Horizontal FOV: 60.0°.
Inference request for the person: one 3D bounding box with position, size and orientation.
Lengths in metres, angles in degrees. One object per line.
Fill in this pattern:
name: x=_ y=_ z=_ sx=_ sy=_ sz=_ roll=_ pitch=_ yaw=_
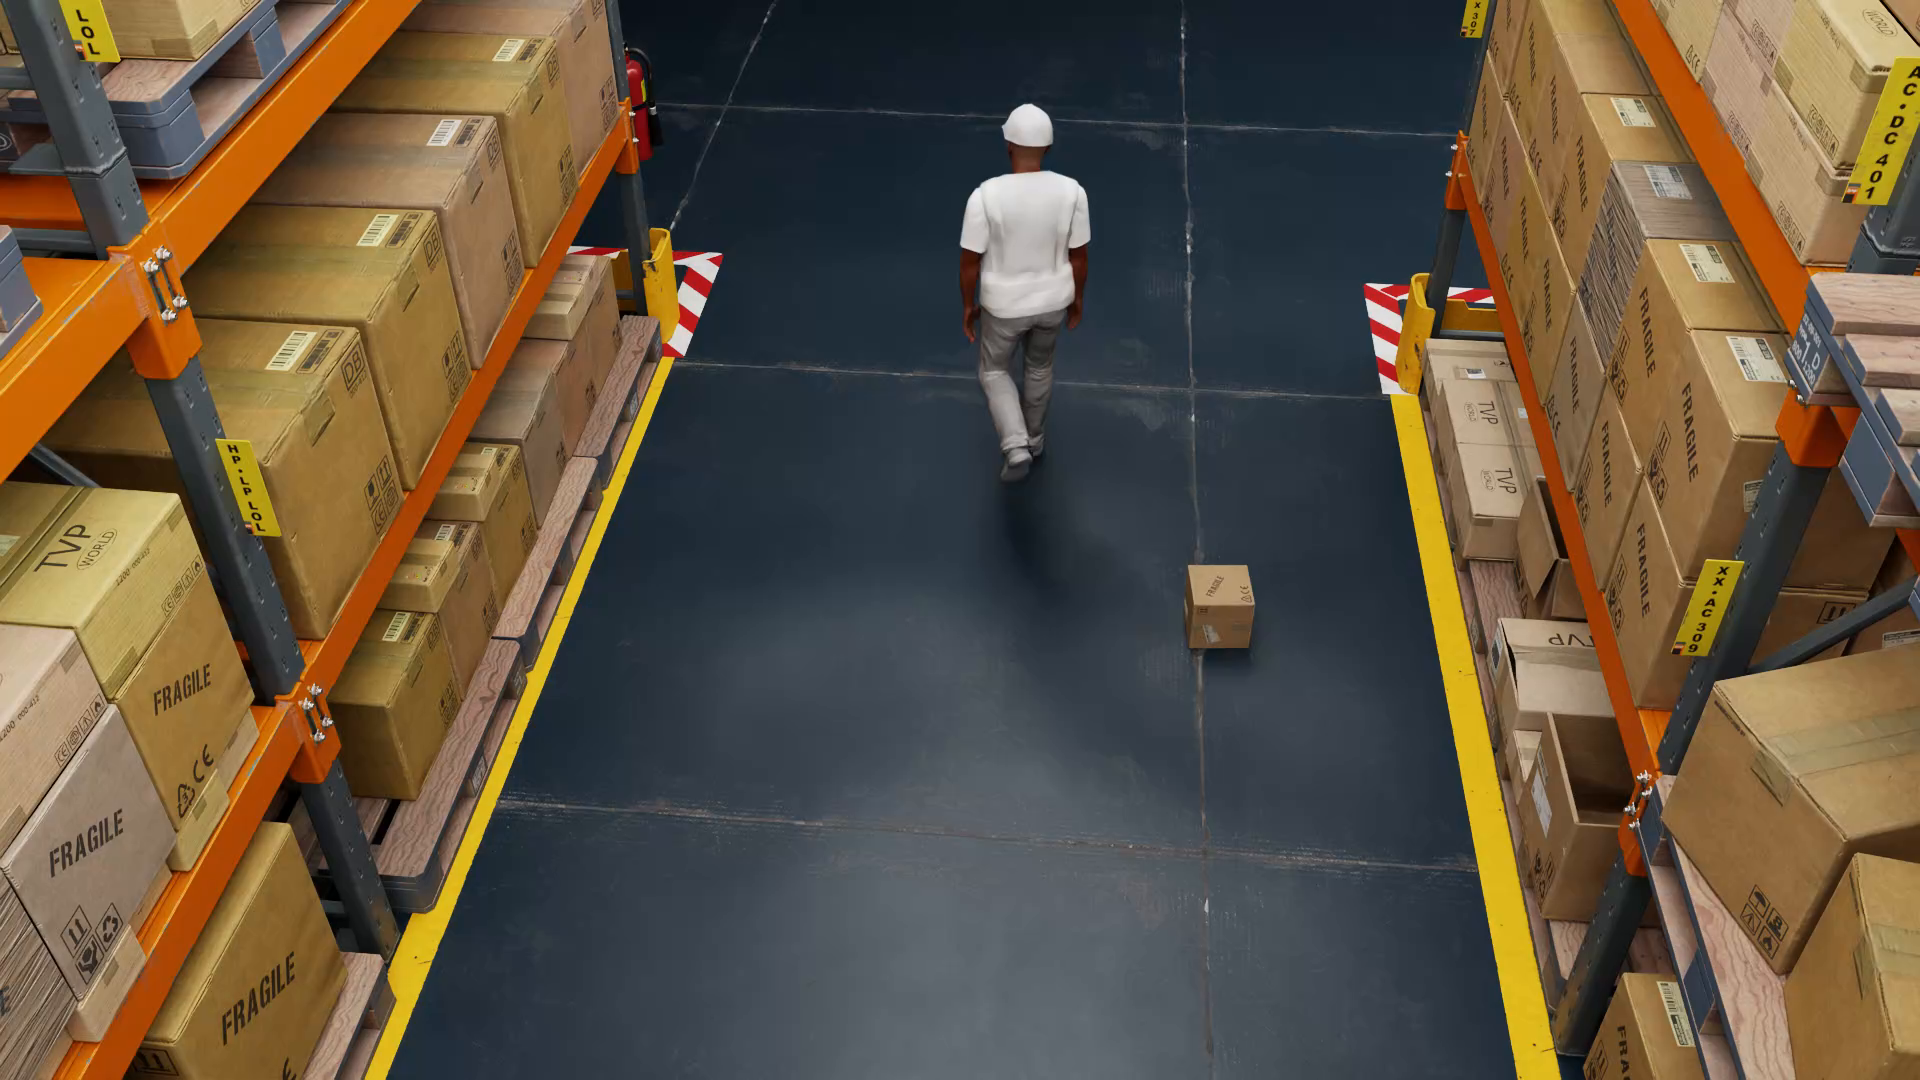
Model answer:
person: x=0.288 y=-1.026 z=7.349 sx=0.579 sy=1.749 sz=0.706 roll=-6 pitch=40 yaw=-8
